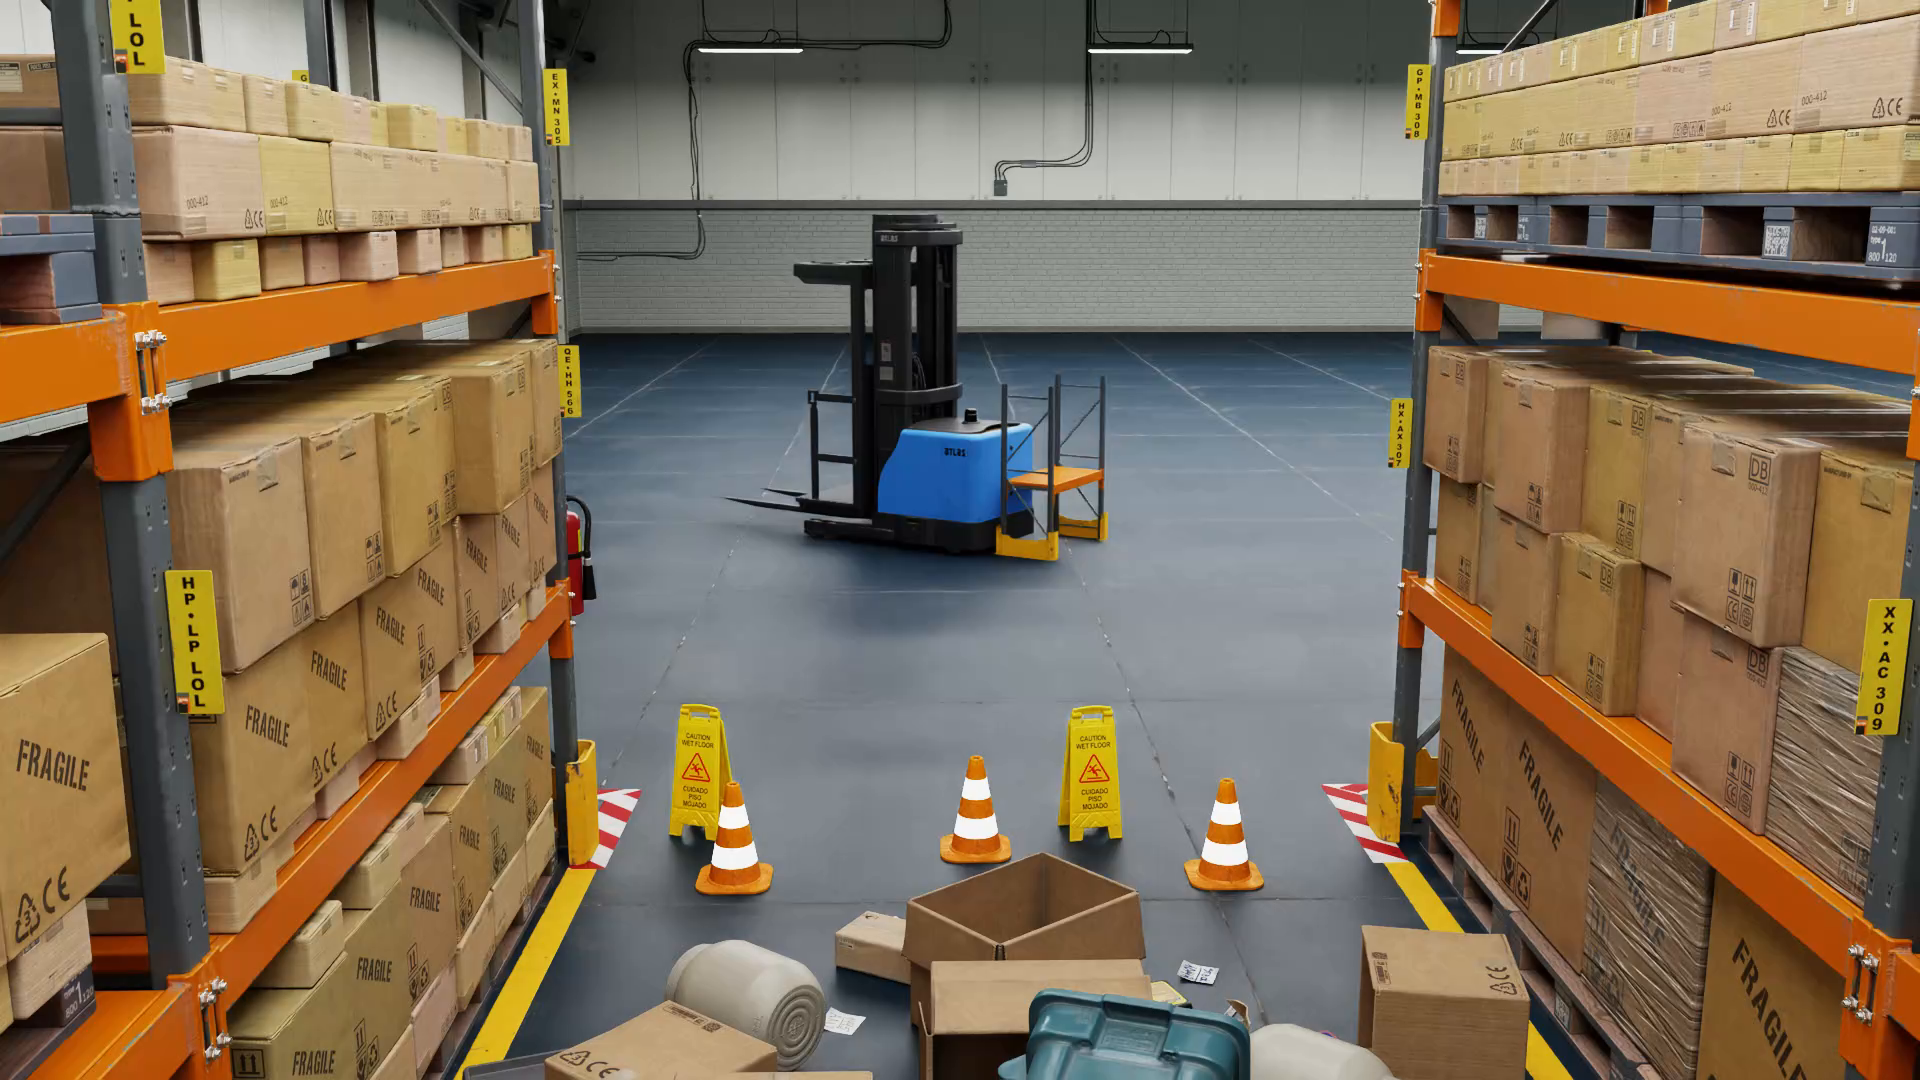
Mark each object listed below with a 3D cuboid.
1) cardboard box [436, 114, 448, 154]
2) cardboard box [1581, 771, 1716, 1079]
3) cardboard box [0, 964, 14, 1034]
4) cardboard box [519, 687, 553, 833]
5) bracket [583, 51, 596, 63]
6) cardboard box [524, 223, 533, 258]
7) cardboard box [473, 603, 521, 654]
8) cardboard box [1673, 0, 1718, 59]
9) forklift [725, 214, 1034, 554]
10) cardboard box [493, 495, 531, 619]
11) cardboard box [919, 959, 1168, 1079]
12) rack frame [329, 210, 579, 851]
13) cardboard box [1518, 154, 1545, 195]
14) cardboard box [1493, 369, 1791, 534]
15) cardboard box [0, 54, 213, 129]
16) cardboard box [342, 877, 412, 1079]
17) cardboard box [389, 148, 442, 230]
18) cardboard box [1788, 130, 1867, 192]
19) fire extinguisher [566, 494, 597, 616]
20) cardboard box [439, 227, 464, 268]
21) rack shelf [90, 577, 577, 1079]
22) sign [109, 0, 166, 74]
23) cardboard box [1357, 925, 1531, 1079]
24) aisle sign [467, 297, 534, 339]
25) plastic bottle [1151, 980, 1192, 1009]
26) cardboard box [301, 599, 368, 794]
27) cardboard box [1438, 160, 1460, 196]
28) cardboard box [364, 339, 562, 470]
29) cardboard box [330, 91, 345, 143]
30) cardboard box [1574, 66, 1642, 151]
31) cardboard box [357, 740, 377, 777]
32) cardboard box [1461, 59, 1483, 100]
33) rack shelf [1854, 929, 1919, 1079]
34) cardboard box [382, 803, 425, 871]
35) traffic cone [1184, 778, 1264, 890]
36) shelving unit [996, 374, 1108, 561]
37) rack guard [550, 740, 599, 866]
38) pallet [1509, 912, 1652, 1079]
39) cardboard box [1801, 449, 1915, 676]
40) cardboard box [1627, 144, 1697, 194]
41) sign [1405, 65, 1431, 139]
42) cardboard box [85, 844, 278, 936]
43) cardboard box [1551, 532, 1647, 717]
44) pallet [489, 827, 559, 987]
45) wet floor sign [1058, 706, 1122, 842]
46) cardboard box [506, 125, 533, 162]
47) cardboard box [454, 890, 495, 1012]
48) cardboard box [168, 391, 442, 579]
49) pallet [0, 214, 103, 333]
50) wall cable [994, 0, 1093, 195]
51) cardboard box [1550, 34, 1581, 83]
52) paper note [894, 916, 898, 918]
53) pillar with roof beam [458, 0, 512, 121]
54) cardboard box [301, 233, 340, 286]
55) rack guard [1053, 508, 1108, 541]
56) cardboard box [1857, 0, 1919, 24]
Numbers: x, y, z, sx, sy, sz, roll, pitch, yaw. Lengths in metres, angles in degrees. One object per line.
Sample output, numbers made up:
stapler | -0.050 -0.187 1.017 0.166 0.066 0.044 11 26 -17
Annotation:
cardboard box | -2.083 -1.468 6.024 0.380 0.149 0.250 0 11 -1
cardboard box | 2.737 1.288 5.644 0.875 0.875 0.875 0 11 -1
cardboard box | -1.970 0.868 3.001 0.380 0.149 0.250 -1 11 -3
cardboard box | -2.050 0.935 7.072 0.500 0.500 0.500 0 11 -1
bracket | -8.499 -11.057 38.066 0.235 0.232 0.430 0 11 -1
cardboard box | -2.041 -1.275 7.077 0.380 0.149 0.250 0 11 -1
cardboard box | -1.970 0.351 6.608 0.380 0.149 0.250 0 11 0
cardboard box | 2.354 -1.508 4.915 0.380 0.149 0.250 0 11 -1
forklift | -0.839 -1.518 15.363 3.031 2.935 1.130 7 14 32
cardboard box | -2.035 0.014 6.638 0.500 0.500 0.500 0 11 -1
cardboard box | 0.268 1.684 5.343 0.797 0.637 0.503 0 11 -1
rack frame | -2.328 0.002 7.694 1.000 3.000 0.127 0 11 -1
cardboard box | 2.327 -1.370 6.237 0.380 0.149 0.250 0 11 -1
cardboard box | 2.568 -0.346 6.318 0.875 0.550 0.550 0 11 -1
cardboard box | -1.925 -1.004 3.738 0.380 0.149 0.250 0 11 -2
cardboard box | -2.010 1.347 5.040 0.500 0.500 0.500 0 11 1
cardboard box | -2.010 -1.136 5.389 0.500 0.250 0.500 0 11 -1
cardboard box | 2.369 -0.966 4.246 0.380 0.149 0.250 0 11 0
fire extinguisher | -1.869 0.016 7.823 0.296 0.674 0.183 0 11 -1
cardboard box | -2.040 -1.073 6.080 0.380 0.149 0.250 0 11 -2
rack shelf | -2.286 0.752 5.806 1.077 0.370 4.000 0 11 -1
sign | -1.690 -1.122 3.401 0.100 0.325 0.005 0 11 -1
cardboard box | 1.644 1.676 5.723 0.500 0.500 0.500 2 12 9
aisle sign | -2.039 -1.285 7.502 0.394 0.787 0.004 0 11 -1
plastic bottle | 0.796 1.774 6.351 0.133 0.061 0.283 -4 12 -21
cardboard box | -2.009 0.414 4.664 0.500 0.500 0.500 0 11 -1
cardboard box | 2.306 -1.570 7.226 0.380 0.149 0.250 0 11 -1
cardboard box | -2.099 -0.582 7.059 0.700 0.500 0.500 -1 11 -3
cardboard box | -1.990 -1.210 4.751 0.380 0.149 0.250 -1 11 -3
cardboard box | 2.405 -1.437 5.567 0.500 0.250 0.500 0 11 -1
cardboard box | -2.031 0.652 5.125 0.380 0.149 0.250 0 11 -1
cardboard box | 2.312 -1.913 6.910 0.380 0.149 0.250 0 11 -1
rack shelf | 2.743 1.507 2.086 1.077 0.370 4.000 0 11 -1
cardboard box | -1.951 0.955 5.342 0.380 0.149 0.250 0 11 2
traffic cone | 1.211 1.317 7.597 0.336 0.463 0.334 0 11 -1
shelving unit | 0.831 -0.672 14.788 0.587 1.500 1.083 7 13 30
rack guard | -2.326 1.242 7.868 1.175 0.500 0.348 0 11 -1
pallet | 2.736 1.729 6.196 1.003 0.211 1.213 0 11 -1
cardboard box | 2.729 0.081 4.214 0.875 0.550 0.550 0 11 -1
cardboard box | 2.347 -1.169 5.248 0.380 0.149 0.250 0 11 -2
sign | 2.064 -1.974 7.495 0.100 0.325 0.005 0 11 -1
cardboard box | -1.931 0.857 4.115 0.380 0.149 0.250 0 11 -1
cardboard box | 2.644 0.288 5.908 0.875 0.550 0.500 0 11 -1
pallet | -2.345 1.546 7.100 1.003 0.211 1.213 0 11 -1
wet floor sign | 0.639 1.118 8.116 0.267 0.644 0.232 -2 12 -11
cardboard box | -2.025 -1.669 7.016 0.380 0.149 0.250 0 11 -1
cardboard box | -2.023 1.511 6.119 0.500 0.250 0.500 -1 11 -3
cardboard box | -2.009 -0.177 5.065 0.700 0.500 0.500 0 11 -2
pallet | -2.339 -0.457 2.888 1.213 0.211 1.003 0 11 -1
wall cable | 1.956 -11.032 38.440 2.305 6.003 0.169 0 11 -1
cardboard box | 2.333 -1.710 5.910 0.380 0.149 0.250 0 11 -2
paper note | -0.318 1.637 7.103 0.148 0.019 0.142 -4 12 -21
pillar with roof beam | -4.369 -7.563 29.896 9.100 9.000 0.548 0 11 -1
cardboard box | -2.031 -0.817 4.818 0.380 0.149 0.250 -1 11 -3
rack guard | 1.082 -0.145 15.334 0.587 0.250 0.087 7 13 30
cardboard box | 2.376 -1.307 3.922 0.380 0.149 0.250 0 11 -2
